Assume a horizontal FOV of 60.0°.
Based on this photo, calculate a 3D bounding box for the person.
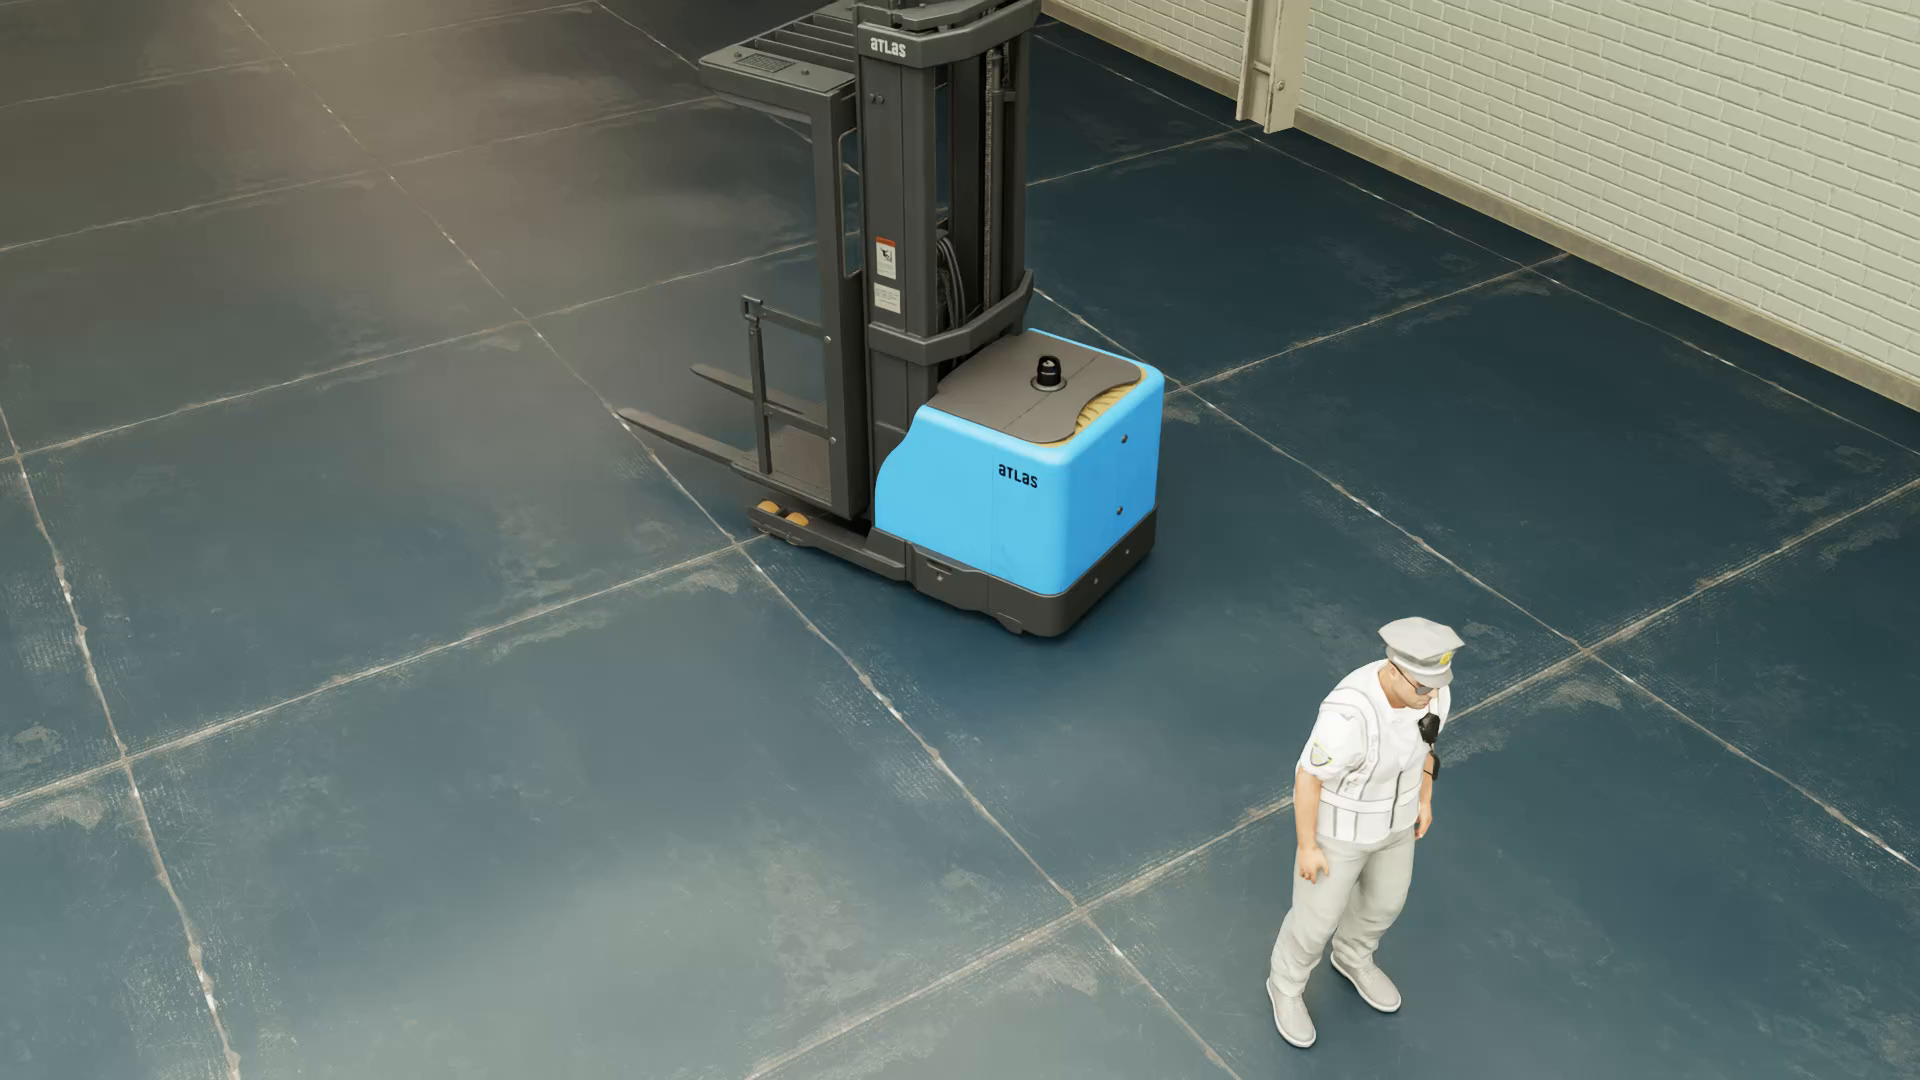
[{"bbox_3d":[1.393,0.971,5.795,0.600,1.745,0.443,-16,38,-22],"label":"person"}]

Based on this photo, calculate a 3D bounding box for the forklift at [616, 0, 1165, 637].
[{"bbox_3d":[-0.500,-1.399,8.138,3.031,2.935,1.130,22,41,28],"label":"forklift"}]
